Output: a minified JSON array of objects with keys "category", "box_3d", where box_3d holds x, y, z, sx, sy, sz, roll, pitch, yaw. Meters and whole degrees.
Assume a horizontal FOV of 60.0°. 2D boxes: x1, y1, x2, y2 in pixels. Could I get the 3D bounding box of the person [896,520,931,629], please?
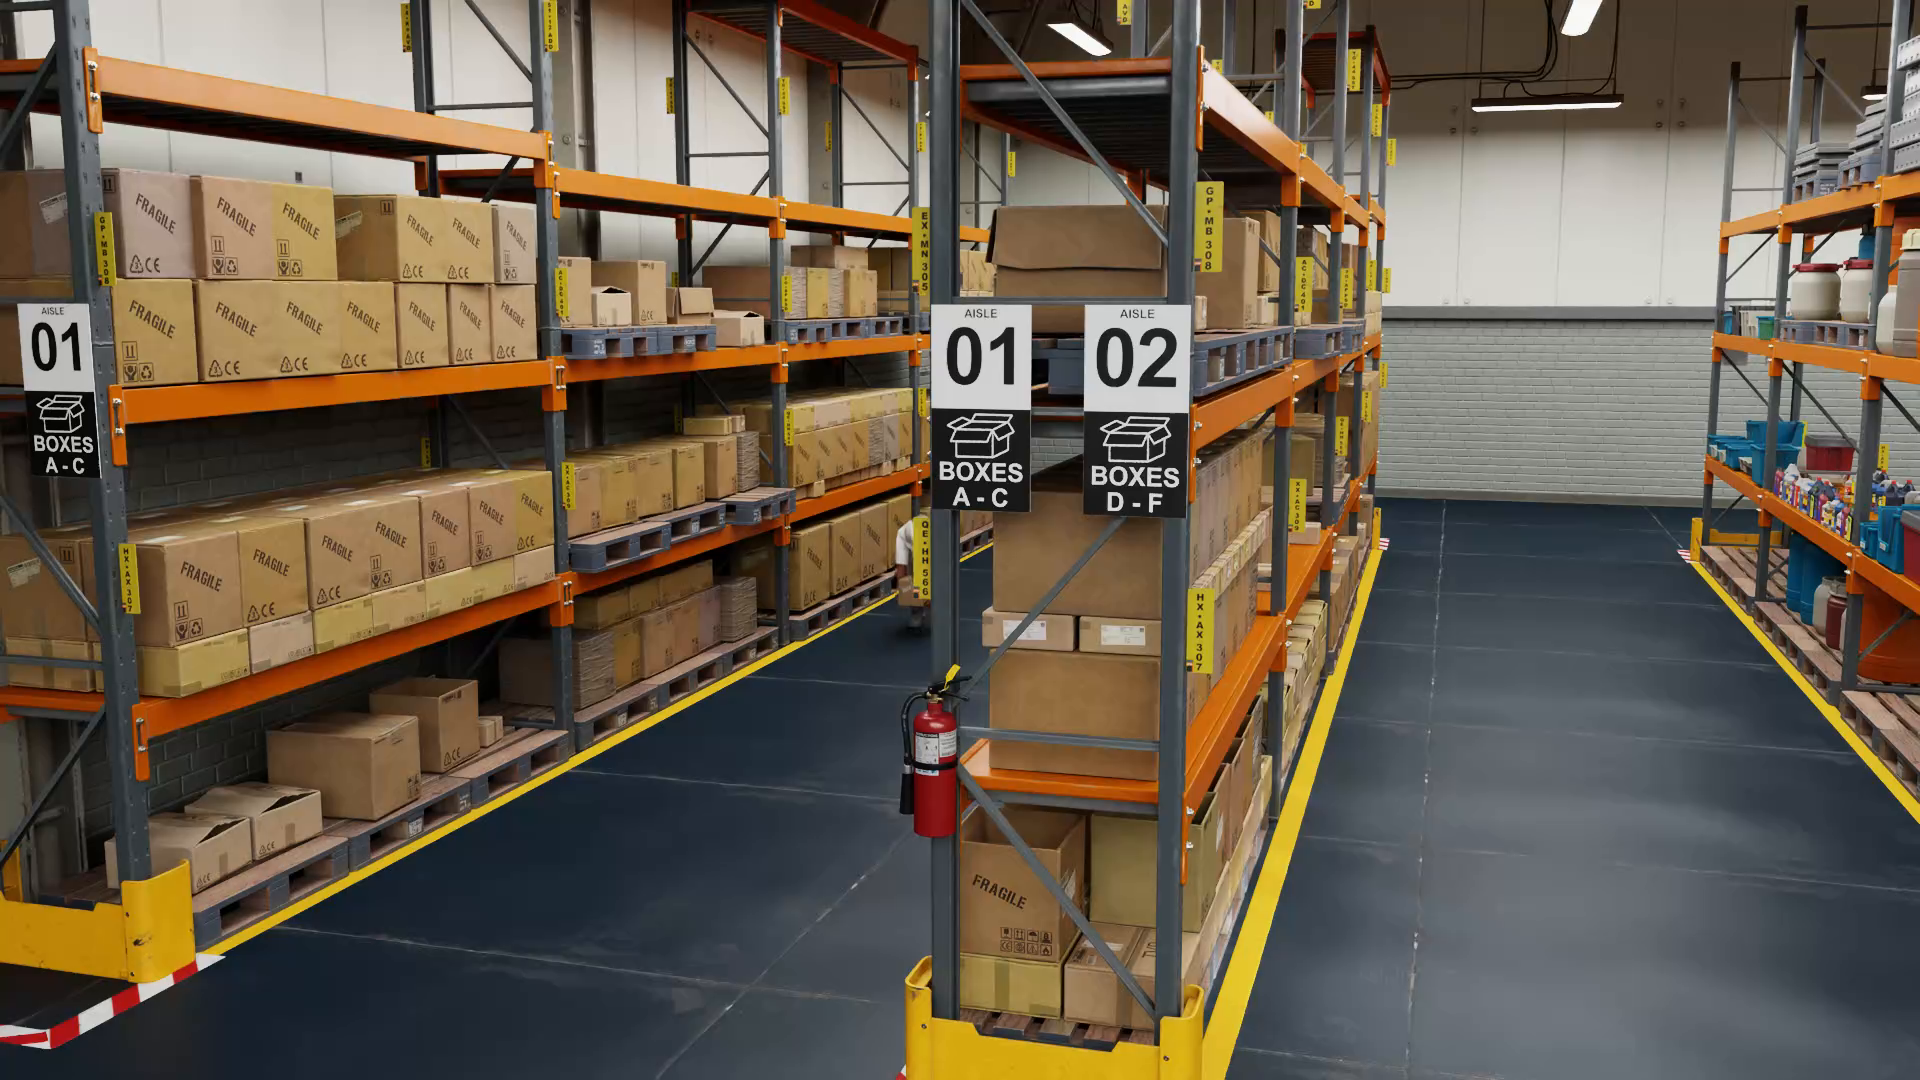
[{"category":"person","box_3d":[-0.346,0.320,16.202,0.511,1.143,0.959,2,9,14]}]
